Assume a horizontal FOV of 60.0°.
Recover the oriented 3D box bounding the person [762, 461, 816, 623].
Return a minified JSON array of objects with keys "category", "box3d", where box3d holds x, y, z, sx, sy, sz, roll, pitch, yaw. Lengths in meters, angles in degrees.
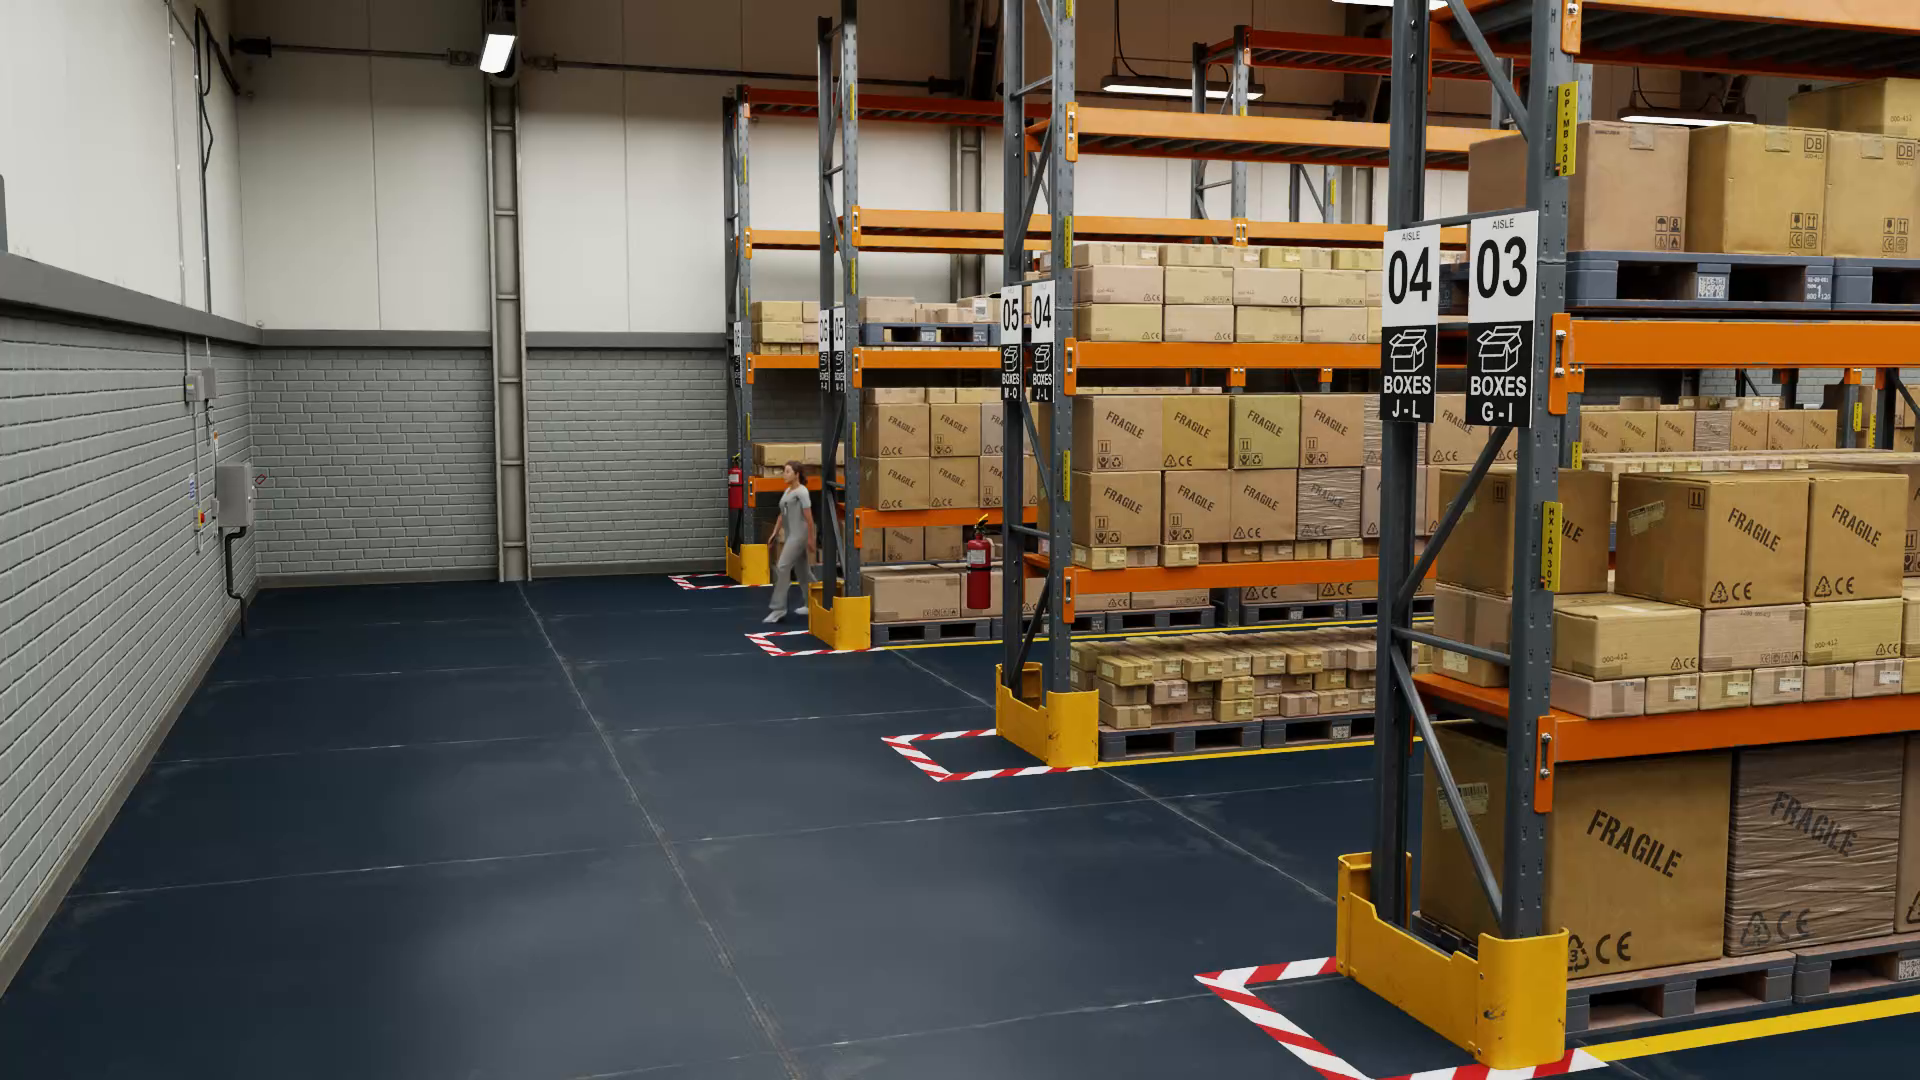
[{"category":"person","box3d":[-1.785,0.025,17.523,0.741,1.677,0.462,-3,6,-25]}]
